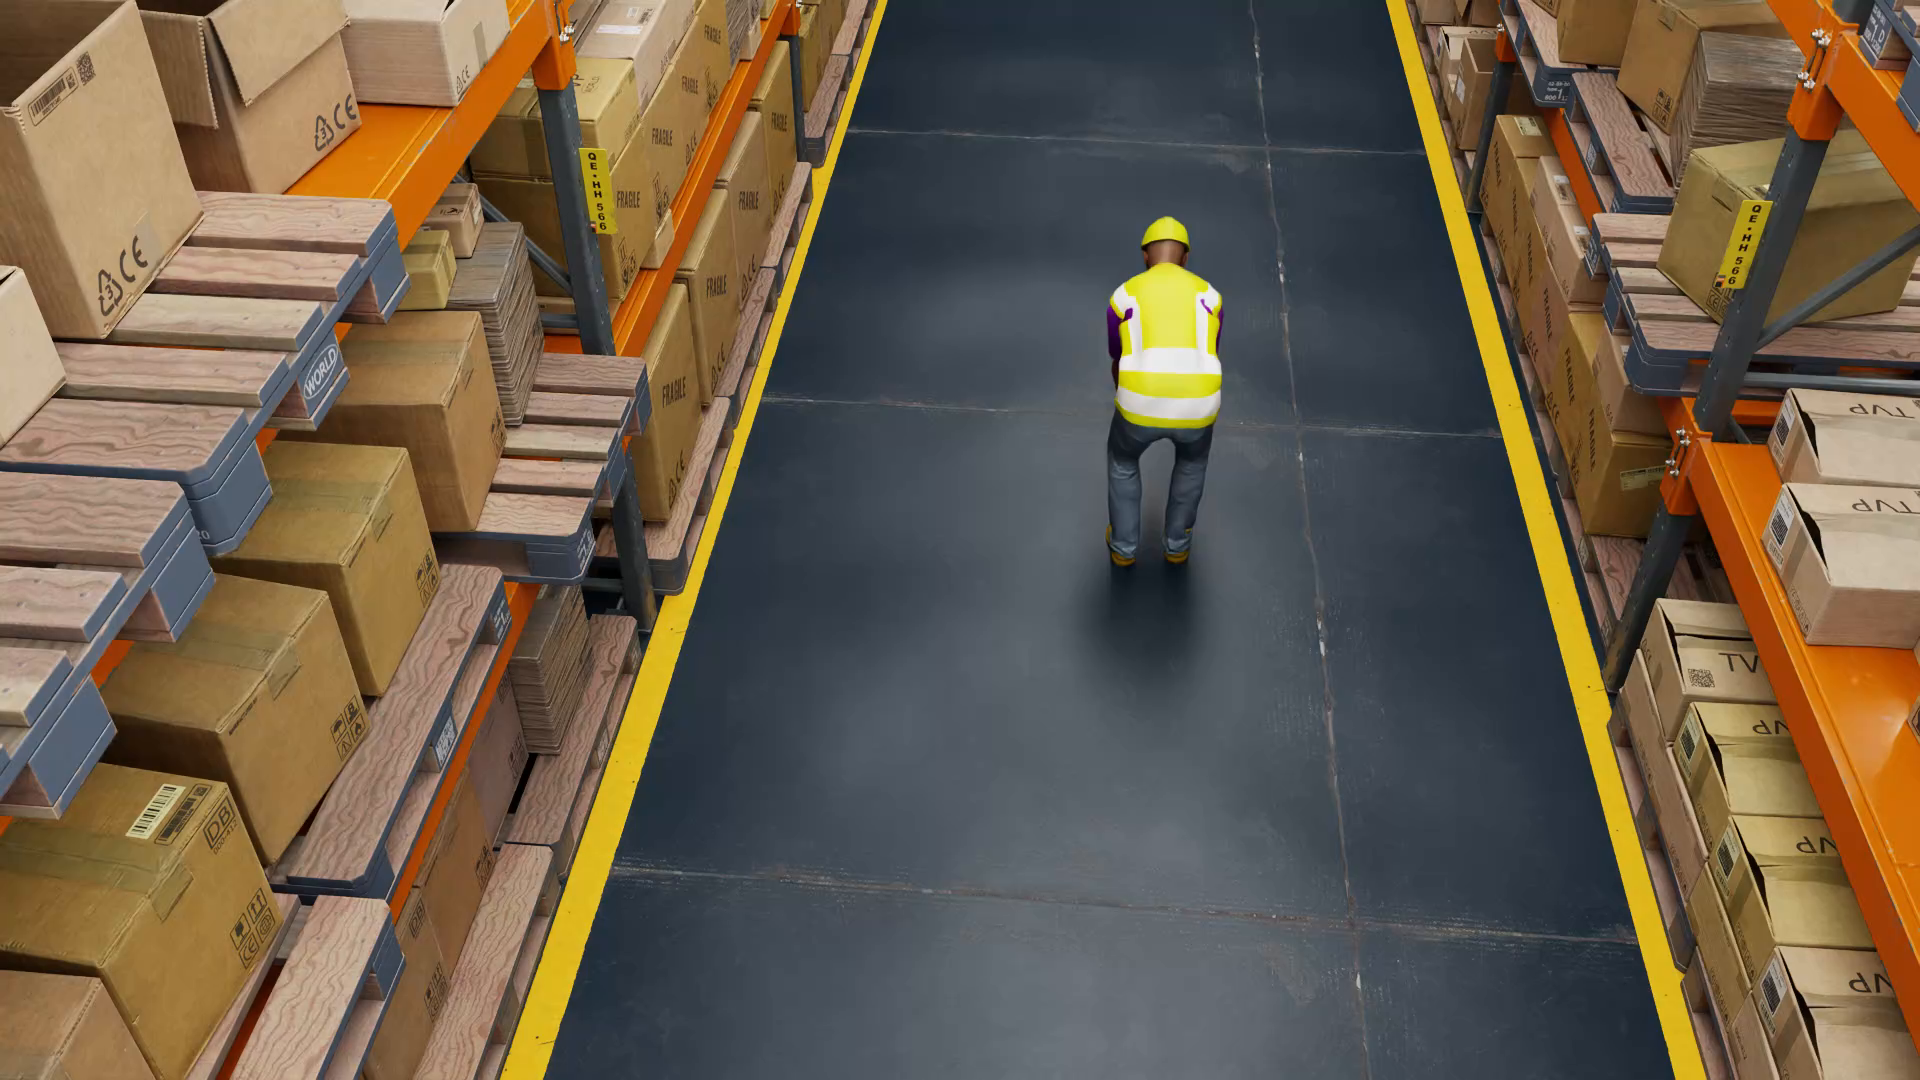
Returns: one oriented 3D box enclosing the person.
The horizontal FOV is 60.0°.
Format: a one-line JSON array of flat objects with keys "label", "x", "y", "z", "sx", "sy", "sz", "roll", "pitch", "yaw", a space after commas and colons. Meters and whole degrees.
[{"label": "person", "x": 0.856, "y": -0.610, "z": 7.171, "sx": 0.490, "sy": 1.376, "sz": 0.898, "roll": 2, "pitch": 40, "yaw": 2}]
